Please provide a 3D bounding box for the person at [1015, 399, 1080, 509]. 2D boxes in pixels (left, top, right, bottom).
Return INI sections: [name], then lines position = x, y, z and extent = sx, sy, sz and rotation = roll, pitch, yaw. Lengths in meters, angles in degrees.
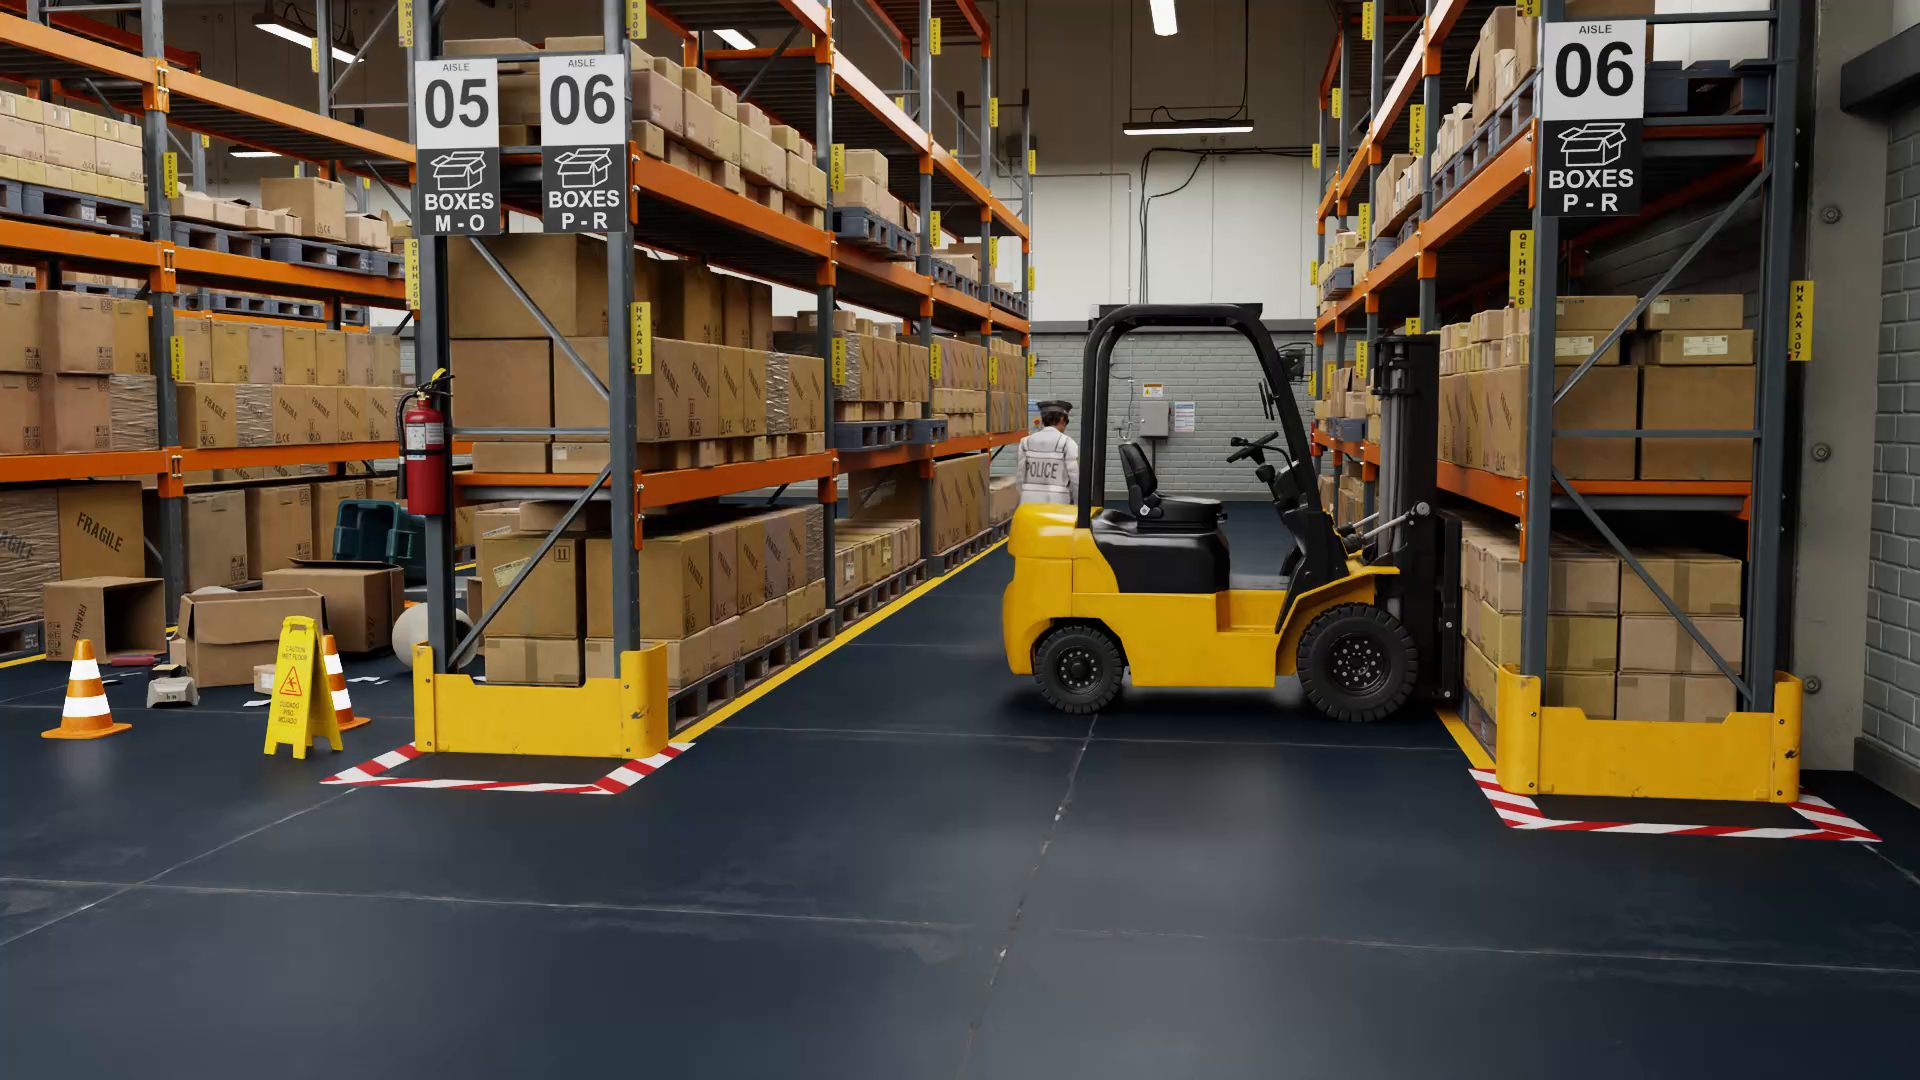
[person]
position = 0.650, -0.132, 11.563
extent = 0.537, 1.675, 0.518
rotation = 2, 5, 25
